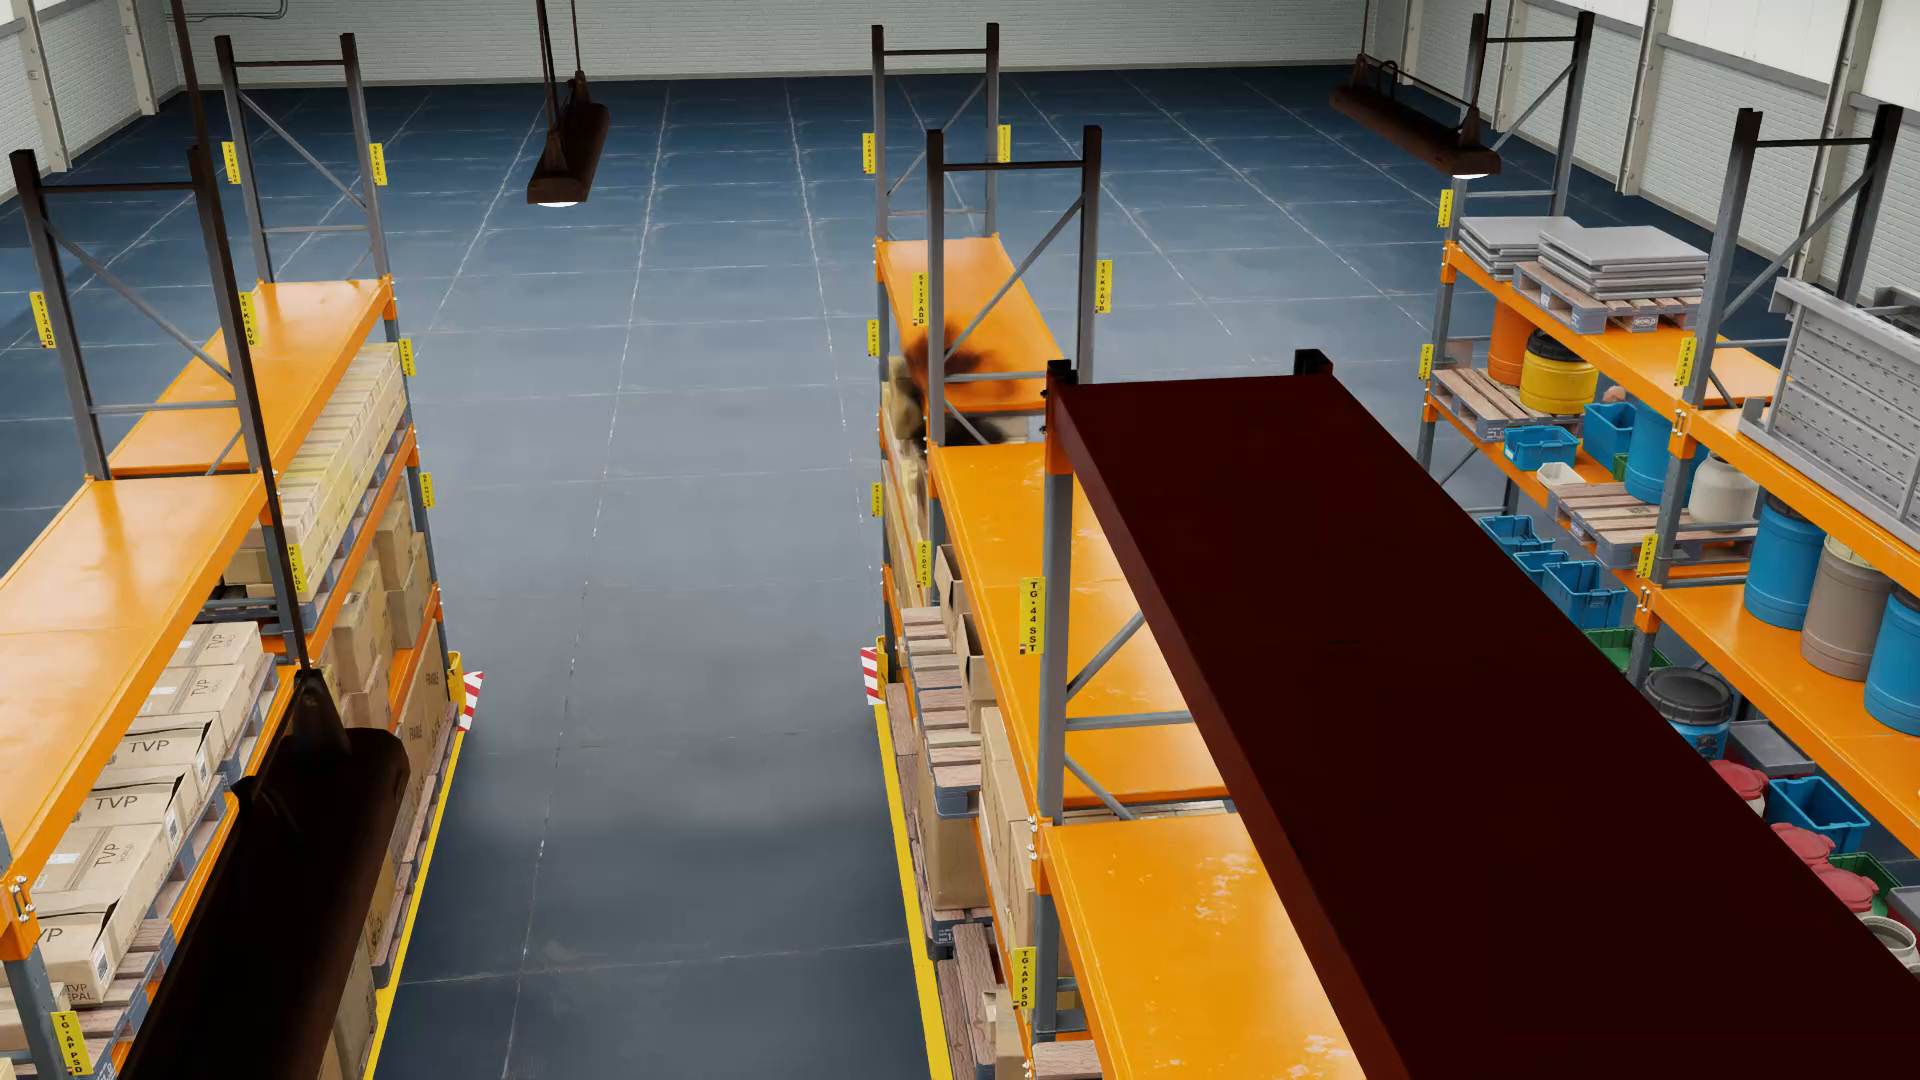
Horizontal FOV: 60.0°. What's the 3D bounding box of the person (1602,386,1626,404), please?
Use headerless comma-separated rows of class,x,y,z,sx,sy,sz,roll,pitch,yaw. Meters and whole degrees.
person,7.150,-0.895,18.448,0.538,1.689,0.663,11,28,22
